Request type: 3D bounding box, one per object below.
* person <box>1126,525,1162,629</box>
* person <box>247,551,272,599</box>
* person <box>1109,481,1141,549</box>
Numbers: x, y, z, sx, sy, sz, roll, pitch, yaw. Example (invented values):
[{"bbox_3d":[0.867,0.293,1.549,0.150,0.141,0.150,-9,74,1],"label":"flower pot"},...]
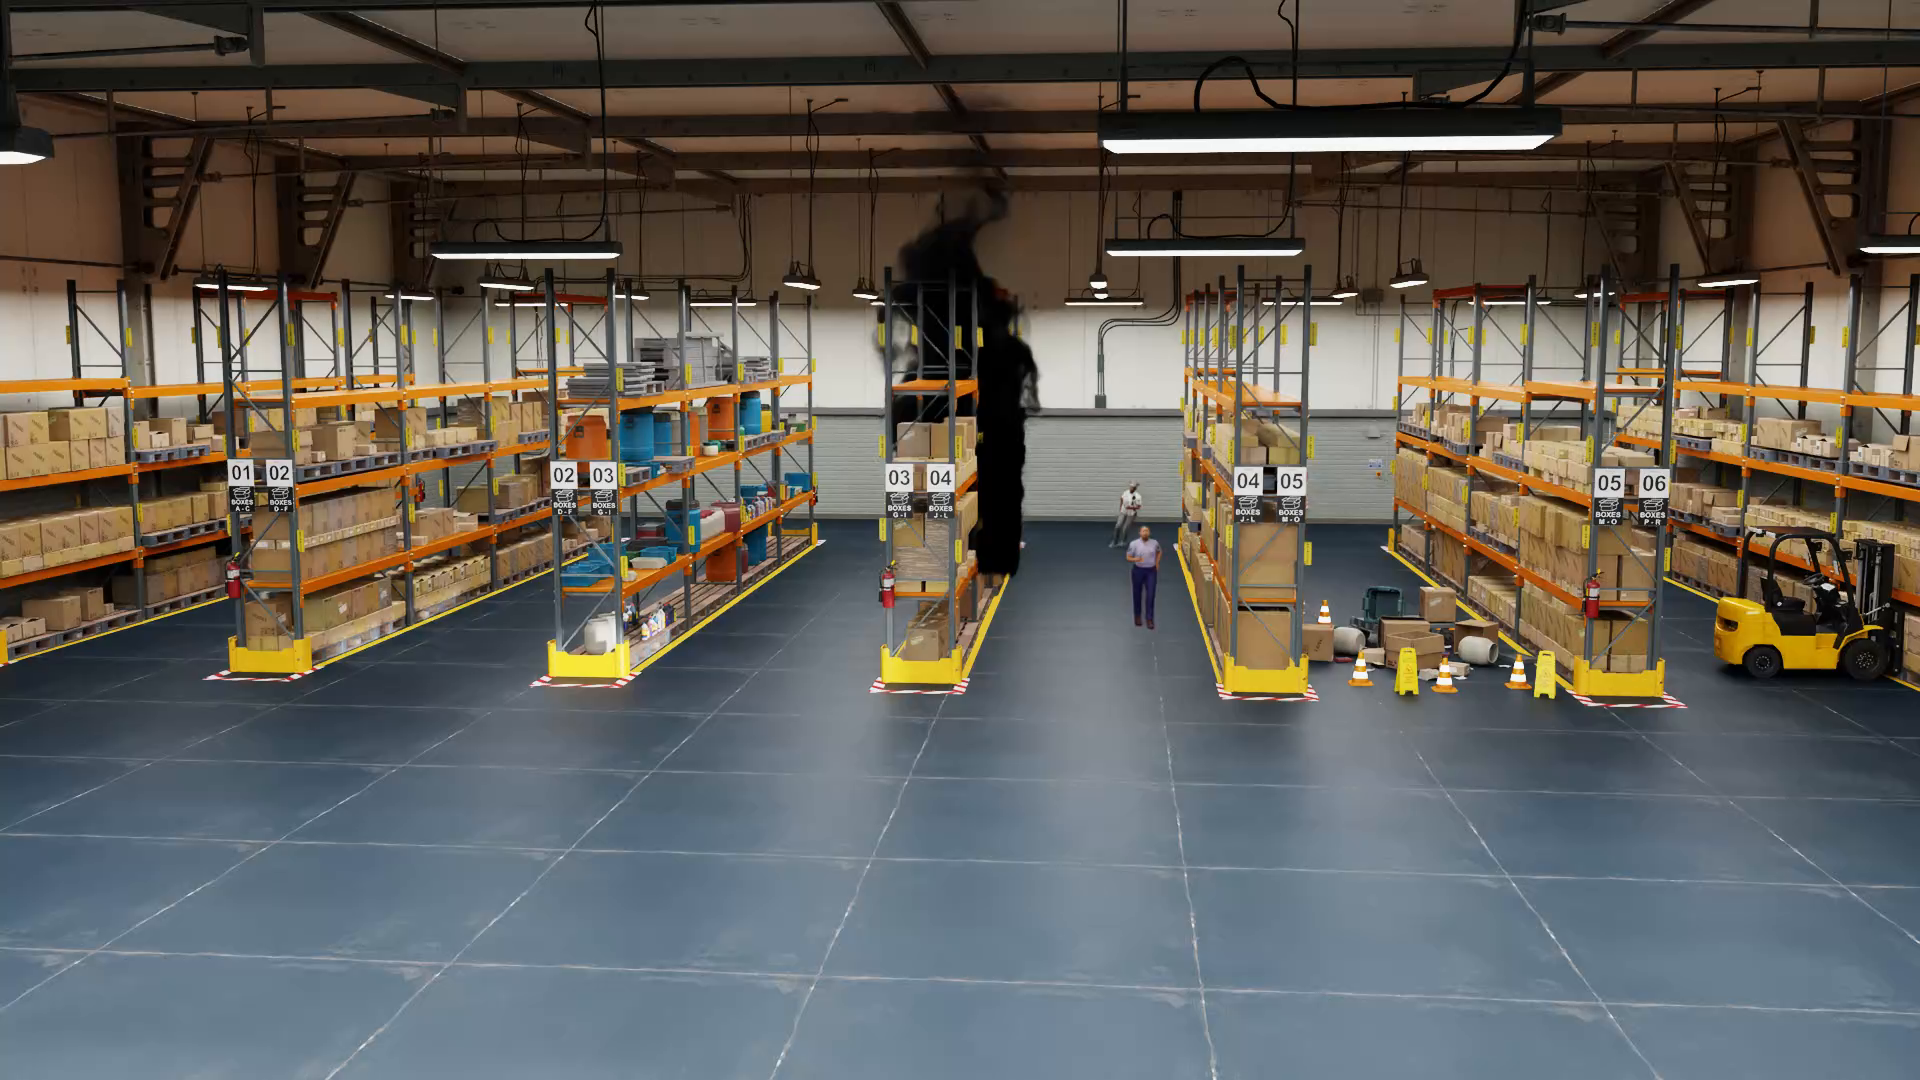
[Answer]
[{"bbox_3d":[3.008,0.597,27.118,0.608,1.697,0.822,0,7,-1],"label":"person"},{"bbox_3d":[-11.926,0.725,28.568,0.576,1.714,0.705,0,7,4],"label":"person"},{"bbox_3d":[3.955,-0.604,39.628,0.759,1.634,0.679,3,8,23],"label":"person"}]
